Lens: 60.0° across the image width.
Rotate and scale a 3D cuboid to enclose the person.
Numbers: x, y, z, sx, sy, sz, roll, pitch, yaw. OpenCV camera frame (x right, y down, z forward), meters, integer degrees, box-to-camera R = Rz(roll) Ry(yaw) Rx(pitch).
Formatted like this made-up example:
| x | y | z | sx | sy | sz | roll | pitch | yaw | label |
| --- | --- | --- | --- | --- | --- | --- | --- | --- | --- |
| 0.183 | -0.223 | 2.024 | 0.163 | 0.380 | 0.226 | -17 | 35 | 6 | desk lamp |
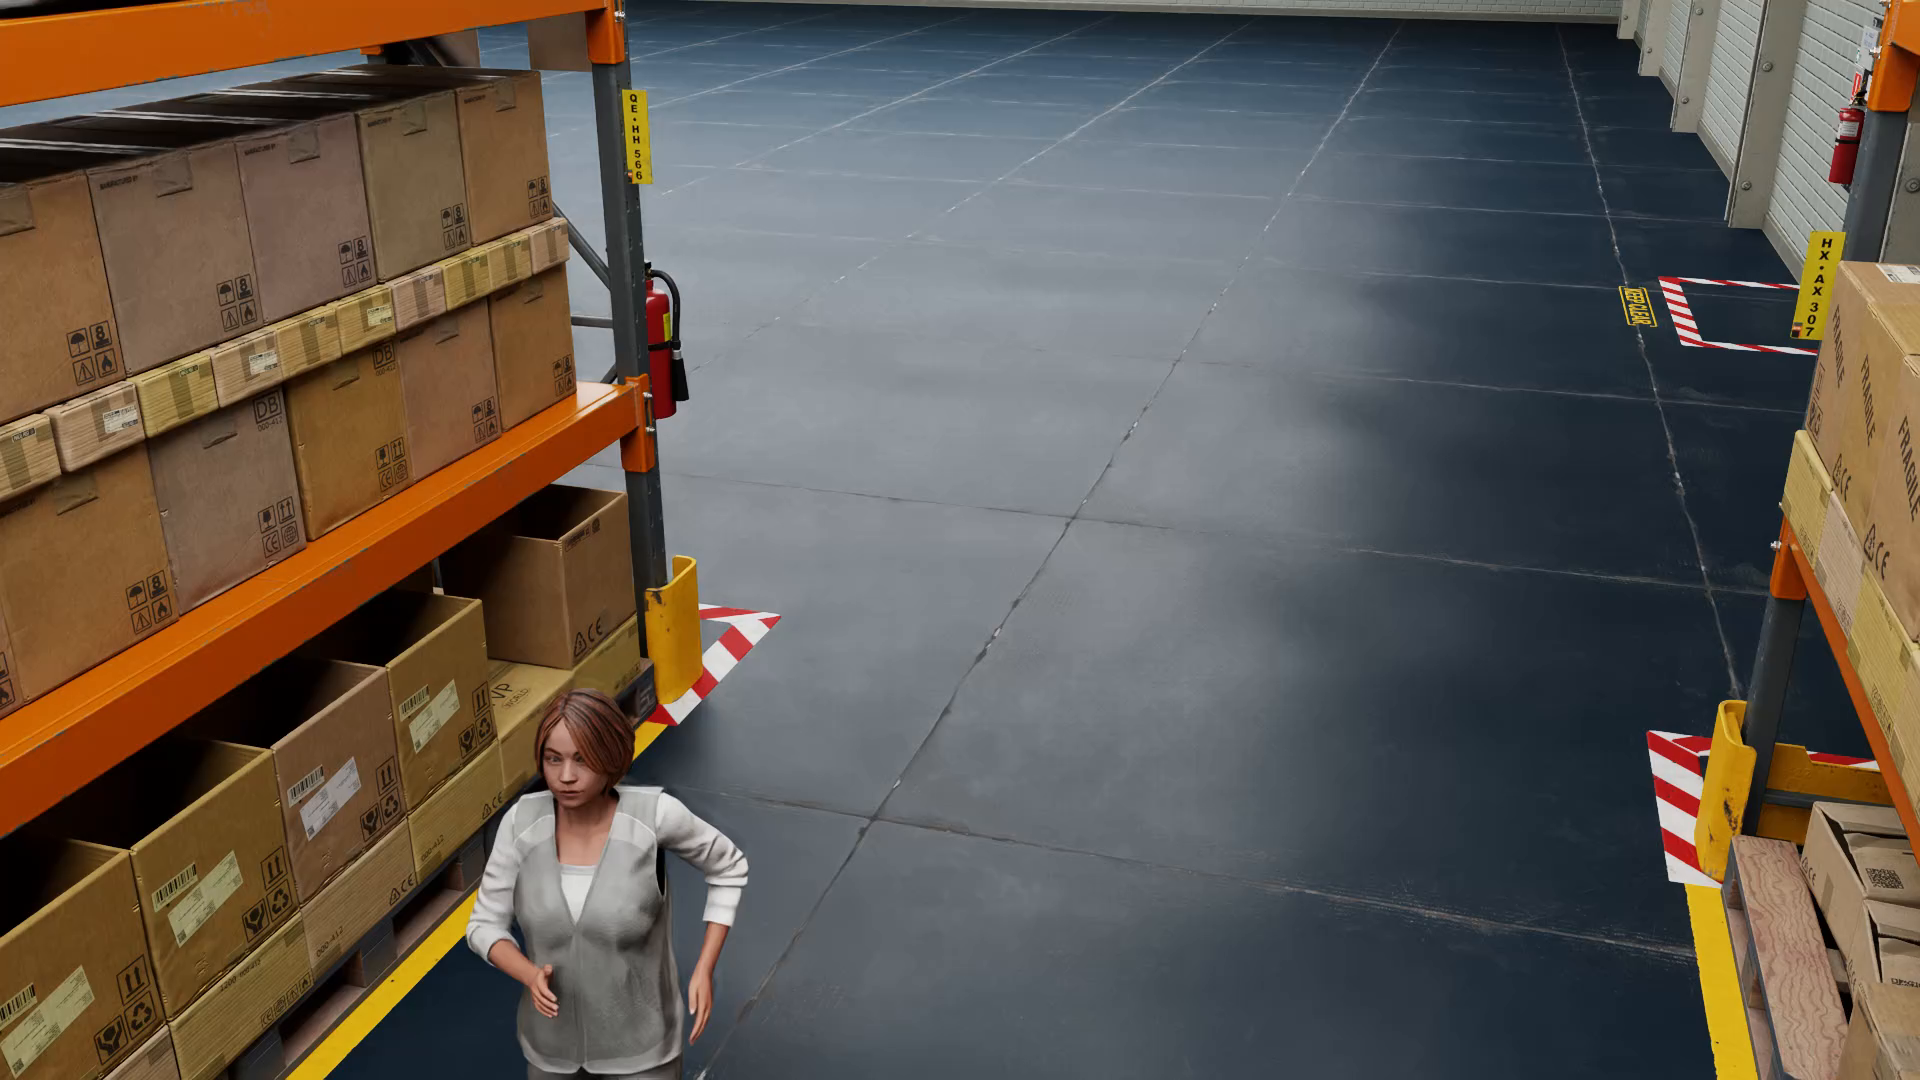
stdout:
| x | y | z | sx | sy | sz | roll | pitch | yaw | label |
| --- | --- | --- | --- | --- | --- | --- | --- | --- | --- |
| -0.748 | 1.058 | 3.455 | 0.540 | 1.571 | 0.786 | 3 | 22 | 7 | person |
